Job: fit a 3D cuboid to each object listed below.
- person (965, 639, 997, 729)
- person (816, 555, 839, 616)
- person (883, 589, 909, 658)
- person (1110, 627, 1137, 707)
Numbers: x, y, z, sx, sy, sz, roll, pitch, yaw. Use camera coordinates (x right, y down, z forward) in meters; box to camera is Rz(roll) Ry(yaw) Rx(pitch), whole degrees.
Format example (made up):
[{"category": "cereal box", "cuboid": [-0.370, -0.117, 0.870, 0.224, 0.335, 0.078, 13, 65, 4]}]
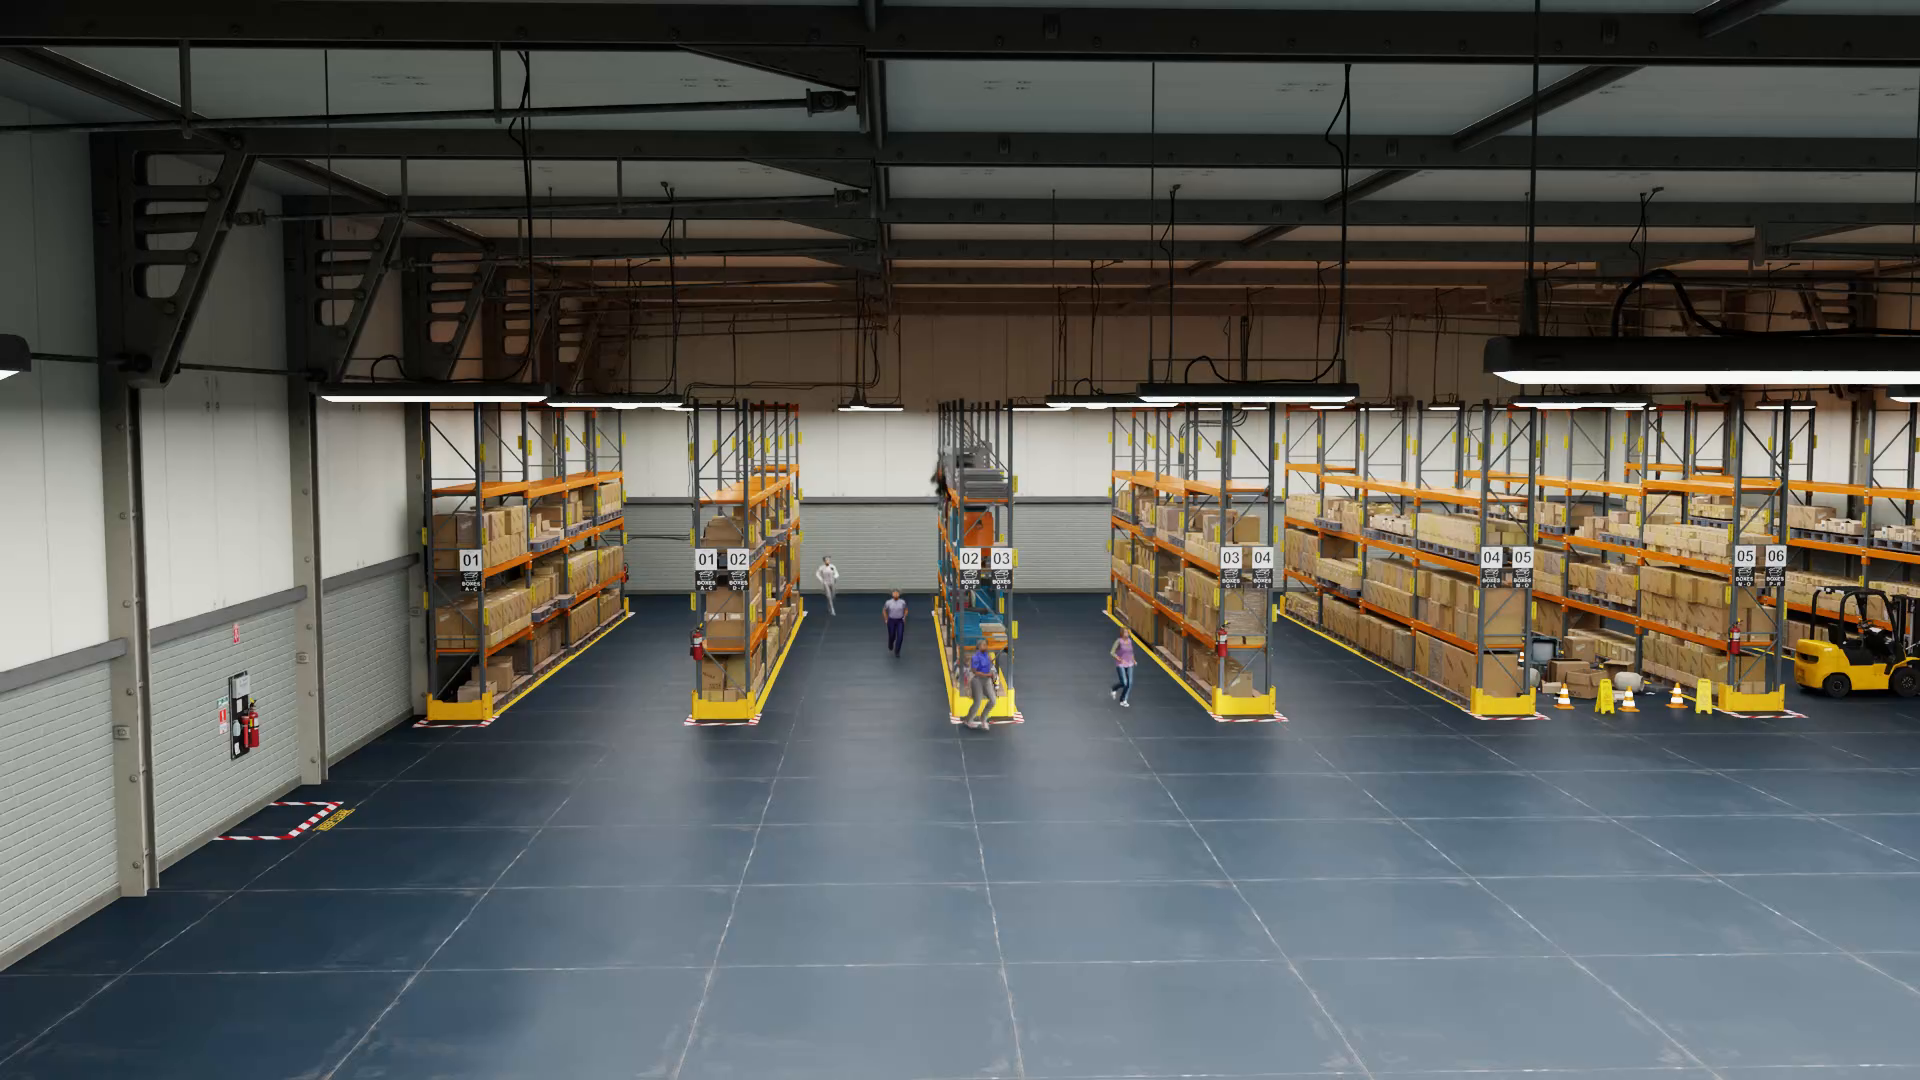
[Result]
[{"category": "person", "cuboid": [0.417, 2.629, 30.120, 0.688, 1.686, 0.603, 3, 6, 38]}, {"category": "person", "cuboid": [-3.778, 1.281, 47.504, 0.625, 1.706, 0.843, -2, 5, -22]}, {"category": "person", "cuboid": [-1.511, 1.960, 39.229, 0.614, 1.609, 0.575, -1, 4, -8]}, {"category": "person", "cuboid": [3.200, 2.473, 32.585, 0.534, 1.553, 0.525, -2, 5, -30]}]
